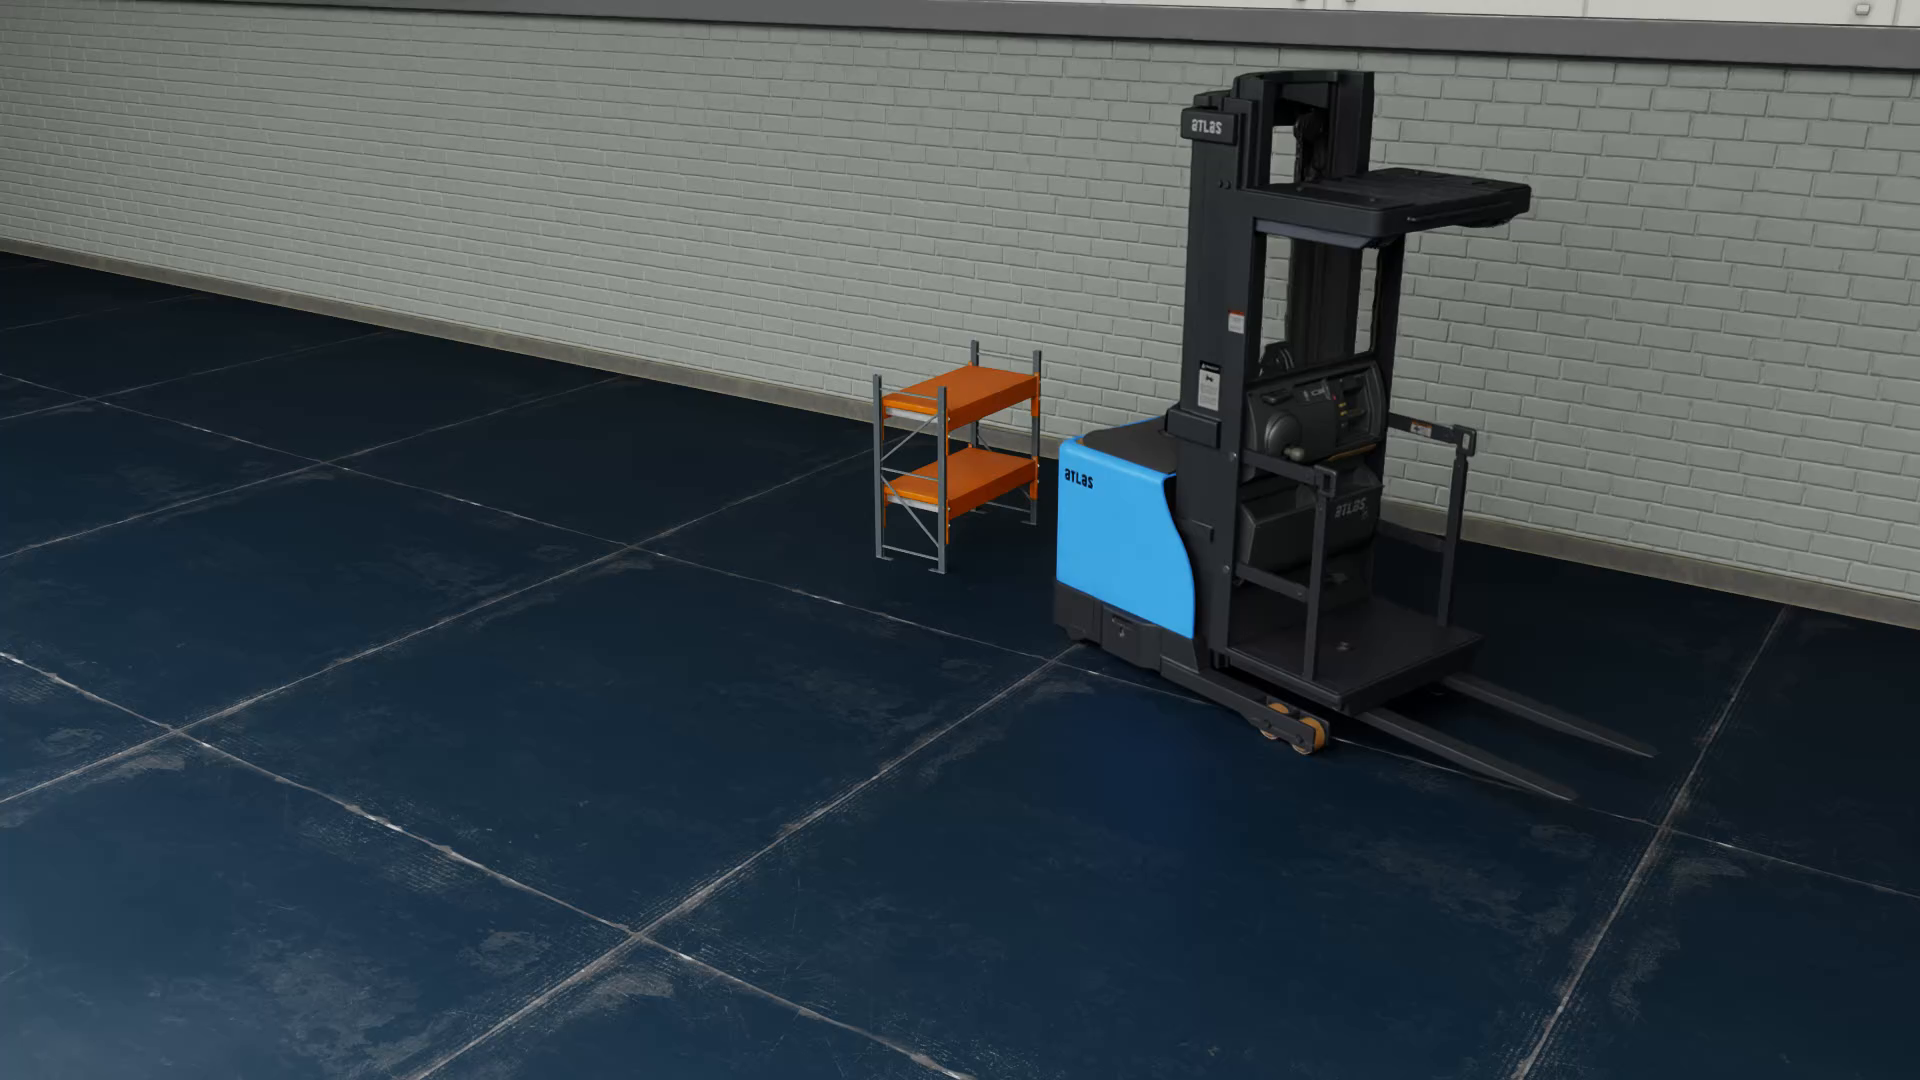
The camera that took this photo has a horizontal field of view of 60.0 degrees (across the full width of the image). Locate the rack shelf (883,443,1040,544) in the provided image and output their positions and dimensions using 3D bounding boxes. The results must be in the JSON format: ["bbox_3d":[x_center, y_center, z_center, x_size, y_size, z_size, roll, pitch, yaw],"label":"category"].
[{"bbox_3d":[-0.004,-0.296,10.149,0.538,0.278,1.000,13,24,32],"label":"rack shelf"}]

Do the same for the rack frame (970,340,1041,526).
[{"bbox_3d":[0.282,-0.671,10.459,0.500,1.125,0.032,13,24,32],"label":"rack frame"}]

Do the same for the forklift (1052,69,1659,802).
[{"bbox_3d":[1.805,-0.588,7.631,1.130,2.935,3.031,-15,25,-36],"label":"forklift"}]

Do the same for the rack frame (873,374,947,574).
[{"bbox_3d":[-0.290,-0.380,9.670,0.500,1.125,0.032,13,24,32],"label":"rack frame"}]

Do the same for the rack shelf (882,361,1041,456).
[{"bbox_3d":[-0.004,-0.800,9.963,0.538,0.278,1.000,13,24,32],"label":"rack shelf"}]

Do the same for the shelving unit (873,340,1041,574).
[{"bbox_3d":[-0.004,-0.526,10.065,0.538,1.125,1.048,13,24,32],"label":"shelving unit"}]
